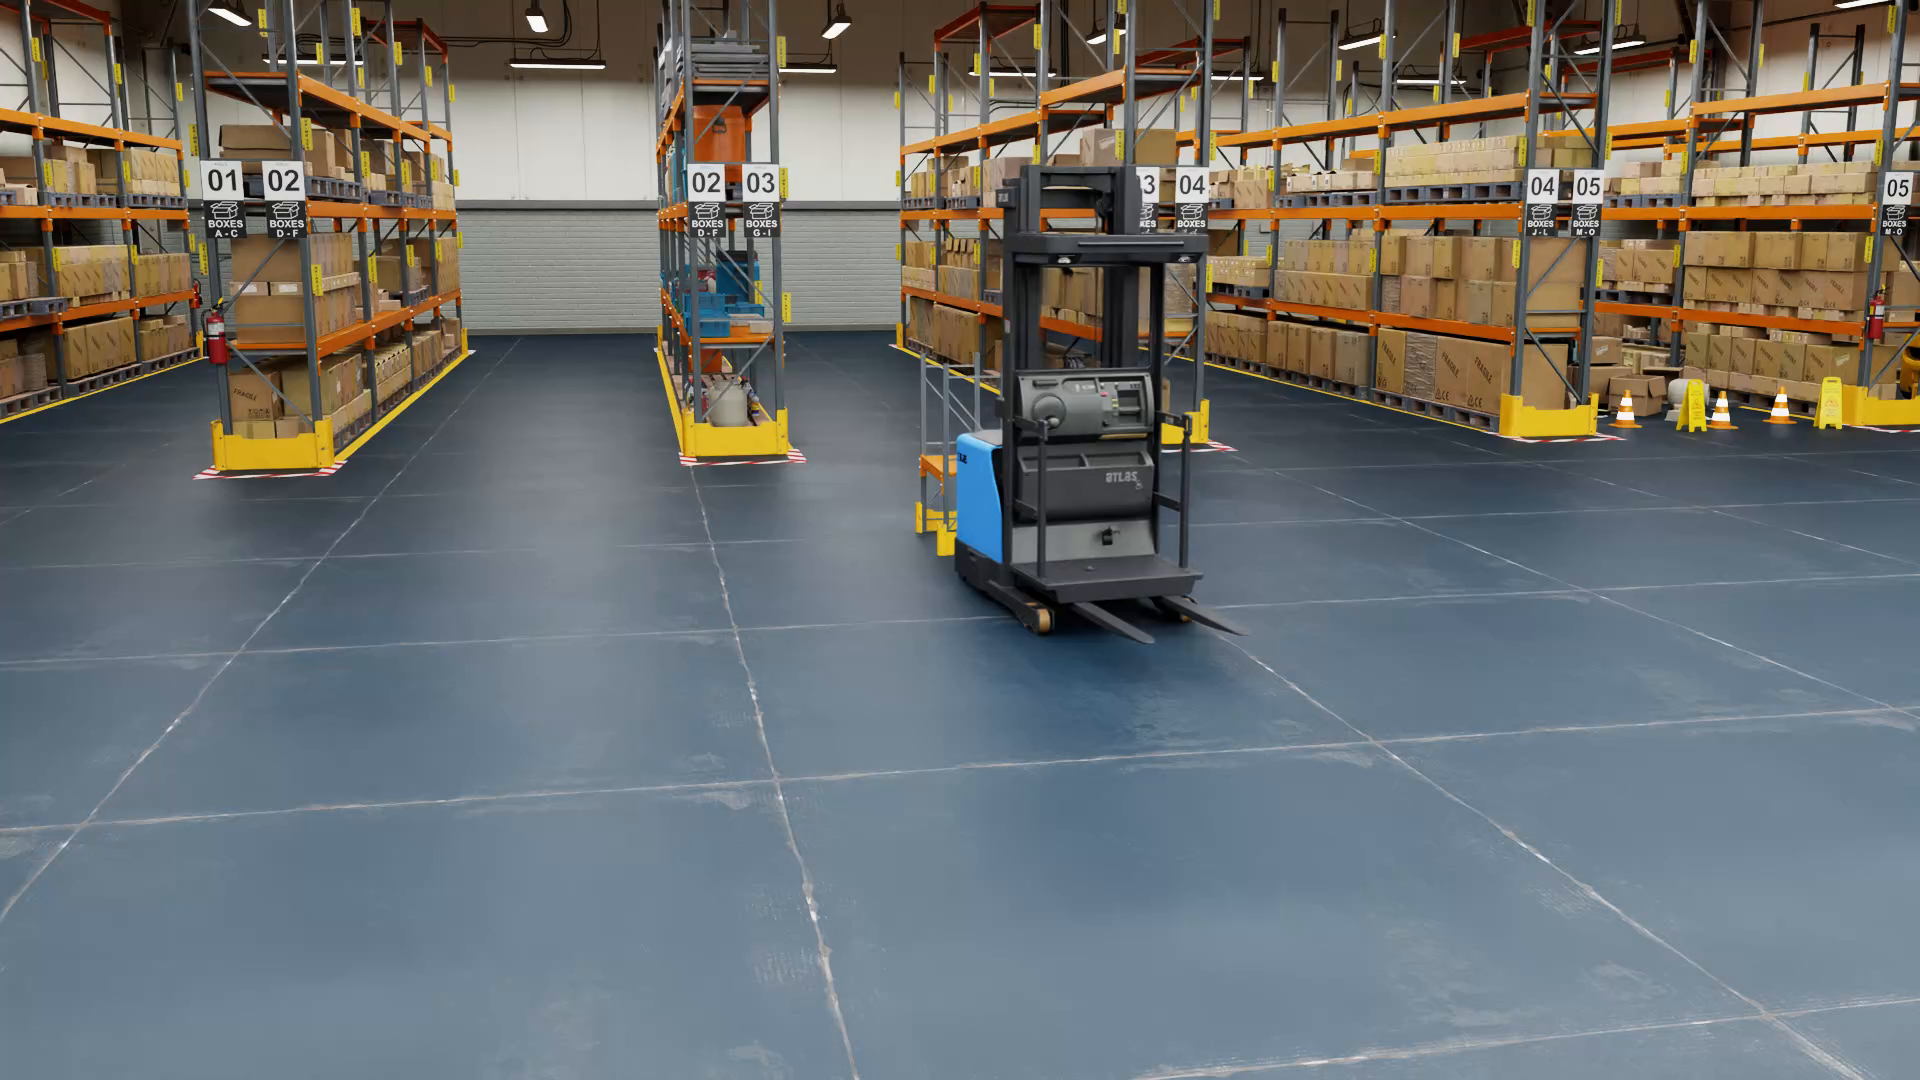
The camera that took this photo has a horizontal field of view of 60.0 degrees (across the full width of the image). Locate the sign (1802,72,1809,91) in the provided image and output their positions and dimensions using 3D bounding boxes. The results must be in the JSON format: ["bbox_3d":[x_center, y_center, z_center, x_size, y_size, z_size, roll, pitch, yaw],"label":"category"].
[{"bbox_3d":[14.877,-8.056,29.244,0.100,0.325,0.005,-2,11,-11],"label":"sign"}]

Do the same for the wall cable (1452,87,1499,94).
[{"bbox_3d":[14.010,-12.861,42.324,2.988,3.039,0.133,-2,11,-11],"label":"wall cable"}]

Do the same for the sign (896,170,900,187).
[{"bbox_3d":[-1.283,-7.481,34.407,0.100,0.325,0.005,-2,11,-11],"label":"sign"}]

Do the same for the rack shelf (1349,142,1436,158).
[{"bbox_3d":[9.372,-7.949,34.386,1.077,0.370,4.000,-2,11,-11],"label":"rack shelf"}]

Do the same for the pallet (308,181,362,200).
[{"bbox_3d":[-7.930,-4.272,20.335,1.003,0.211,1.213,-2,11,-11],"label":"pallet"}]

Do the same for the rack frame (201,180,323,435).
[{"bbox_3d":[-7.343,-2.264,17.570,1.000,3.000,0.127,-2,11,-11],"label":"rack frame"}]

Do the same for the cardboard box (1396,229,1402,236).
[{"bbox_3d":[9.203,-6.326,34.232,0.380,0.149,0.250,-2,11,-12],"label":"cardboard box"}]

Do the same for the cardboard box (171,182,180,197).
[{"bbox_3d":[-14.911,-6.548,31.067,0.500,0.250,0.500,-2,11,-9],"label":"cardboard box"}]

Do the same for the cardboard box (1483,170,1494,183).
[{"bbox_3d":[6.763,-4.533,20.749,0.380,0.149,0.250,-2,11,-10],"label":"cardboard box"}]

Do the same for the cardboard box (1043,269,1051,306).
[{"bbox_3d":[1.623,-3.468,22.831,0.875,0.500,0.500,-2,11,-11],"label":"cardboard box"}]

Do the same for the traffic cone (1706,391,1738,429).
[{"bbox_3d":[9.724,-1.667,21.218,0.336,0.463,0.334,-2,11,-11],"label":"traffic cone"}]

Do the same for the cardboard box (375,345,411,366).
[{"bbox_3d":[-8.556,-2.775,24.986,0.500,0.311,0.500,-2,11,-10],"label":"cardboard box"}]

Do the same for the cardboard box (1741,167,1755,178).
[{"bbox_3d":[11.303,-5.202,23.520,0.380,0.149,0.250,-2,11,-13],"label":"cardboard box"}]

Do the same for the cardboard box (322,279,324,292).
[{"bbox_3d":[-7.357,-2.852,18.657,0.380,0.149,0.250,-2,11,-12],"label":"cardboard box"}]

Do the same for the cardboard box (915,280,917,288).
[{"bbox_3d":[-0.692,-5.076,33.013,0.380,0.149,0.250,-2,11,-12],"label":"cardboard box"}]

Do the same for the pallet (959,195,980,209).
[{"bbox_3d":[0.641,-5.588,27.515,1.213,0.211,1.003,-2,11,-8],"label":"pallet"}]

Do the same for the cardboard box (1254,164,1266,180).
[{"bbox_3d":[5.255,-6.310,28.488,0.396,0.266,0.258,-2,11,-11],"label":"cardboard box"}]

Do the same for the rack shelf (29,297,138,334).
[{"bbox_3d":[-14.147,-3.564,26.323,1.077,0.370,4.000,-2,11,-11],"label":"rack shelf"}]

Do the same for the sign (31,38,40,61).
[{"bbox_3d":[-13.227,-7.017,23.786,0.100,0.325,0.005,-2,11,-11],"label":"sign"}]

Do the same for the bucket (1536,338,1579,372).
[{"bbox_3d":[8.769,-2.717,24.637,0.726,0.611,0.620,2,1,9],"label":"bucket"}]

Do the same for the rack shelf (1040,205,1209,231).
[{"bbox_3d":[1.985,-4.111,21.173,1.077,0.370,4.000,-2,11,-11],"label":"rack shelf"}]

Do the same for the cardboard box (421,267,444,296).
[{"bbox_3d":[-9.509,-4.618,29.667,0.500,0.500,0.500,-2,11,-10],"label":"cardboard box"}]

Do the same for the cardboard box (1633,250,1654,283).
[{"bbox_3d":[10.905,-4.287,26.009,0.500,0.500,0.500,-2,11,-11],"label":"cardboard box"}]

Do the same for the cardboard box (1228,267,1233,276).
[{"bbox_3d":[4.959,-4.745,29.355,0.380,0.149,0.250,-2,11,-11],"label":"cardboard box"}]

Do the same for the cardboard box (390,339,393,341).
[{"bbox_3d":[-9.412,-2.977,26.826,0.500,0.500,0.500,-3,11,-13],"label":"cardboard box"}]

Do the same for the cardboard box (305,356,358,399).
[{"bbox_3d":[-7.630,-1.961,20.202,0.500,0.500,0.500,-2,11,-11],"label":"cardboard box"}]

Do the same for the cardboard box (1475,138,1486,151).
[{"bbox_3d":[6.712,-4.973,20.926,0.380,0.149,0.250,-2,11,-10],"label":"cardboard box"}]

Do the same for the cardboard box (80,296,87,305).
[{"bbox_3d":[-13.872,-3.741,25.946,0.380,0.149,0.250,-2,11,-10],"label":"cardboard box"}]

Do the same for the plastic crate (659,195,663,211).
[{"bbox_3d":[-5.467,-6.376,31.466,0.437,0.282,0.530,-2,11,-11],"label":"plastic crate"}]

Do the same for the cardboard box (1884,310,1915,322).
[{"bbox_3d":[12.232,-2.930,21.743,0.380,0.149,0.250,-2,11,-11],"label":"cardboard box"}]

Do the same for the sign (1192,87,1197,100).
[{"bbox_3d":[4.390,-8.415,31.131,0.100,0.325,0.005,-2,11,-11],"label":"sign"}]

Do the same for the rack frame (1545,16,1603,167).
[{"bbox_3d":[10.539,-7.398,28.500,1.000,3.000,0.127,-2,11,-11],"label":"rack frame"}]

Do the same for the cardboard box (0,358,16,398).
[{"bbox_3d":[-13.456,-2.220,22.845,0.700,0.500,0.500,-2,11,-11],"label":"cardboard box"}]

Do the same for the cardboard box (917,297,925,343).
[{"bbox_3d":[-0.357,-4.439,33.558,0.875,0.875,0.875,-2,11,-11],"label":"cardboard box"}]

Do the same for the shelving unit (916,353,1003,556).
[{"bbox_3d":[0.015,-0.723,13.483,0.587,1.500,1.083,-2,11,-11],"label":"shelving unit"}]

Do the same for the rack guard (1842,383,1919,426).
[{"bbox_3d":[12.080,-1.770,21.659,1.175,0.500,0.348,-2,11,-11],"label":"rack guard"}]

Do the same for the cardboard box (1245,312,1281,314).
[{"bbox_3d":[5.522,-4.015,30.323,0.500,0.250,0.500,-3,11,-14],"label":"cardboard box"}]

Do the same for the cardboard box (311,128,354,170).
[{"bbox_3d":[-8.203,-5.087,21.650,0.500,0.500,0.500,-2,11,-10],"label":"cardboard box"}]

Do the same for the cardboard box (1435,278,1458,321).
[{"bbox_3d":[6.885,-3.229,22.236,0.875,0.550,0.500,-2,11,-11],"label":"cardboard box"}]

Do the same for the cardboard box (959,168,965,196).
[{"bbox_3d":[0.400,-6.195,28.803,0.797,0.503,0.637,-2,11,-12],"label":"cardboard box"}]

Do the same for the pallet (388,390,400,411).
[{"bbox_3d":[-8.544,-1.986,23.565,1.003,0.211,1.213,-2,11,-11],"label":"pallet"}]

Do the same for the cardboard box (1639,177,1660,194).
[{"bbox_3d":[10.968,-5.519,25.925,0.500,0.250,0.500,-2,11,-10],"label":"cardboard box"}]

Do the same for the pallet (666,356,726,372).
[{"bbox_3d":[-4.709,-3.132,29.585,1.003,0.211,1.213,-2,11,-11],"label":"pallet"}]

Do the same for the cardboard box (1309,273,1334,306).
[{"bbox_3d":[5.820,-3.933,26.068,0.500,0.500,0.500,-2,11,-12],"label":"cardboard box"}]

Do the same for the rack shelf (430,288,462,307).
[{"bbox_3d":[-10.066,-4.478,31.127,1.077,0.370,4.000,-2,11,-11],"label":"rack shelf"}]

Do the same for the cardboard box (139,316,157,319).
[{"bbox_3d":[-15.201,-4.113,31.110,0.380,0.149,0.250,-2,11,-11],"label":"cardboard box"}]

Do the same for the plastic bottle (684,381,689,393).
[{"bbox_3d":[-3.630,-1.979,22.190,0.097,0.271,0.097,0,11,0],"label":"plastic bottle"}]

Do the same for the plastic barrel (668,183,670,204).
[{"bbox_3d":[-4.280,-5.371,25.573,0.421,0.512,0.421,0,11,0],"label":"plastic barrel"}]

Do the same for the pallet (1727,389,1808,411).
[{"bbox_3d":[11.723,-2.002,23.649,1.003,0.211,1.213,-2,11,-11],"label":"pallet"}]

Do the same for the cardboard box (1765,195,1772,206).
[{"bbox_3d":[11.437,-4.718,23.114,0.380,0.149,0.250,-2,11,-11],"label":"cardboard box"}]

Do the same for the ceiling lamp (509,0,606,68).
[{"bbox_3d":[-8.523,-11.596,34.941,2.000,3.185,0.800,-2,11,-11],"label":"ceiling lamp"}]

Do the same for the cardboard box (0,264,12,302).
[{"bbox_3d":[-13.392,-3.502,22.631,0.700,0.500,0.500,-2,11,-11],"label":"cardboard box"}]

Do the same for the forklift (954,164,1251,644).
[{"bbox_3d":[0.900,-0.925,10.717,1.130,2.935,3.031,-3,11,-18],"label":"forklift"}]

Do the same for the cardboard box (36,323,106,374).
[{"bbox_3d":[-13.936,-3.001,26.069,0.750,0.750,0.750,-2,11,-11],"label":"cardboard box"}]

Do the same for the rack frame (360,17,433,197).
[{"bbox_3d":[-9.677,-7.412,28.572,1.000,3.000,0.127,-2,11,-11],"label":"rack frame"}]

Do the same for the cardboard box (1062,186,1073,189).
[{"bbox_3d":[1.627,-4.477,21.575,0.500,0.250,0.500,-3,11,-13],"label":"cardboard box"}]
